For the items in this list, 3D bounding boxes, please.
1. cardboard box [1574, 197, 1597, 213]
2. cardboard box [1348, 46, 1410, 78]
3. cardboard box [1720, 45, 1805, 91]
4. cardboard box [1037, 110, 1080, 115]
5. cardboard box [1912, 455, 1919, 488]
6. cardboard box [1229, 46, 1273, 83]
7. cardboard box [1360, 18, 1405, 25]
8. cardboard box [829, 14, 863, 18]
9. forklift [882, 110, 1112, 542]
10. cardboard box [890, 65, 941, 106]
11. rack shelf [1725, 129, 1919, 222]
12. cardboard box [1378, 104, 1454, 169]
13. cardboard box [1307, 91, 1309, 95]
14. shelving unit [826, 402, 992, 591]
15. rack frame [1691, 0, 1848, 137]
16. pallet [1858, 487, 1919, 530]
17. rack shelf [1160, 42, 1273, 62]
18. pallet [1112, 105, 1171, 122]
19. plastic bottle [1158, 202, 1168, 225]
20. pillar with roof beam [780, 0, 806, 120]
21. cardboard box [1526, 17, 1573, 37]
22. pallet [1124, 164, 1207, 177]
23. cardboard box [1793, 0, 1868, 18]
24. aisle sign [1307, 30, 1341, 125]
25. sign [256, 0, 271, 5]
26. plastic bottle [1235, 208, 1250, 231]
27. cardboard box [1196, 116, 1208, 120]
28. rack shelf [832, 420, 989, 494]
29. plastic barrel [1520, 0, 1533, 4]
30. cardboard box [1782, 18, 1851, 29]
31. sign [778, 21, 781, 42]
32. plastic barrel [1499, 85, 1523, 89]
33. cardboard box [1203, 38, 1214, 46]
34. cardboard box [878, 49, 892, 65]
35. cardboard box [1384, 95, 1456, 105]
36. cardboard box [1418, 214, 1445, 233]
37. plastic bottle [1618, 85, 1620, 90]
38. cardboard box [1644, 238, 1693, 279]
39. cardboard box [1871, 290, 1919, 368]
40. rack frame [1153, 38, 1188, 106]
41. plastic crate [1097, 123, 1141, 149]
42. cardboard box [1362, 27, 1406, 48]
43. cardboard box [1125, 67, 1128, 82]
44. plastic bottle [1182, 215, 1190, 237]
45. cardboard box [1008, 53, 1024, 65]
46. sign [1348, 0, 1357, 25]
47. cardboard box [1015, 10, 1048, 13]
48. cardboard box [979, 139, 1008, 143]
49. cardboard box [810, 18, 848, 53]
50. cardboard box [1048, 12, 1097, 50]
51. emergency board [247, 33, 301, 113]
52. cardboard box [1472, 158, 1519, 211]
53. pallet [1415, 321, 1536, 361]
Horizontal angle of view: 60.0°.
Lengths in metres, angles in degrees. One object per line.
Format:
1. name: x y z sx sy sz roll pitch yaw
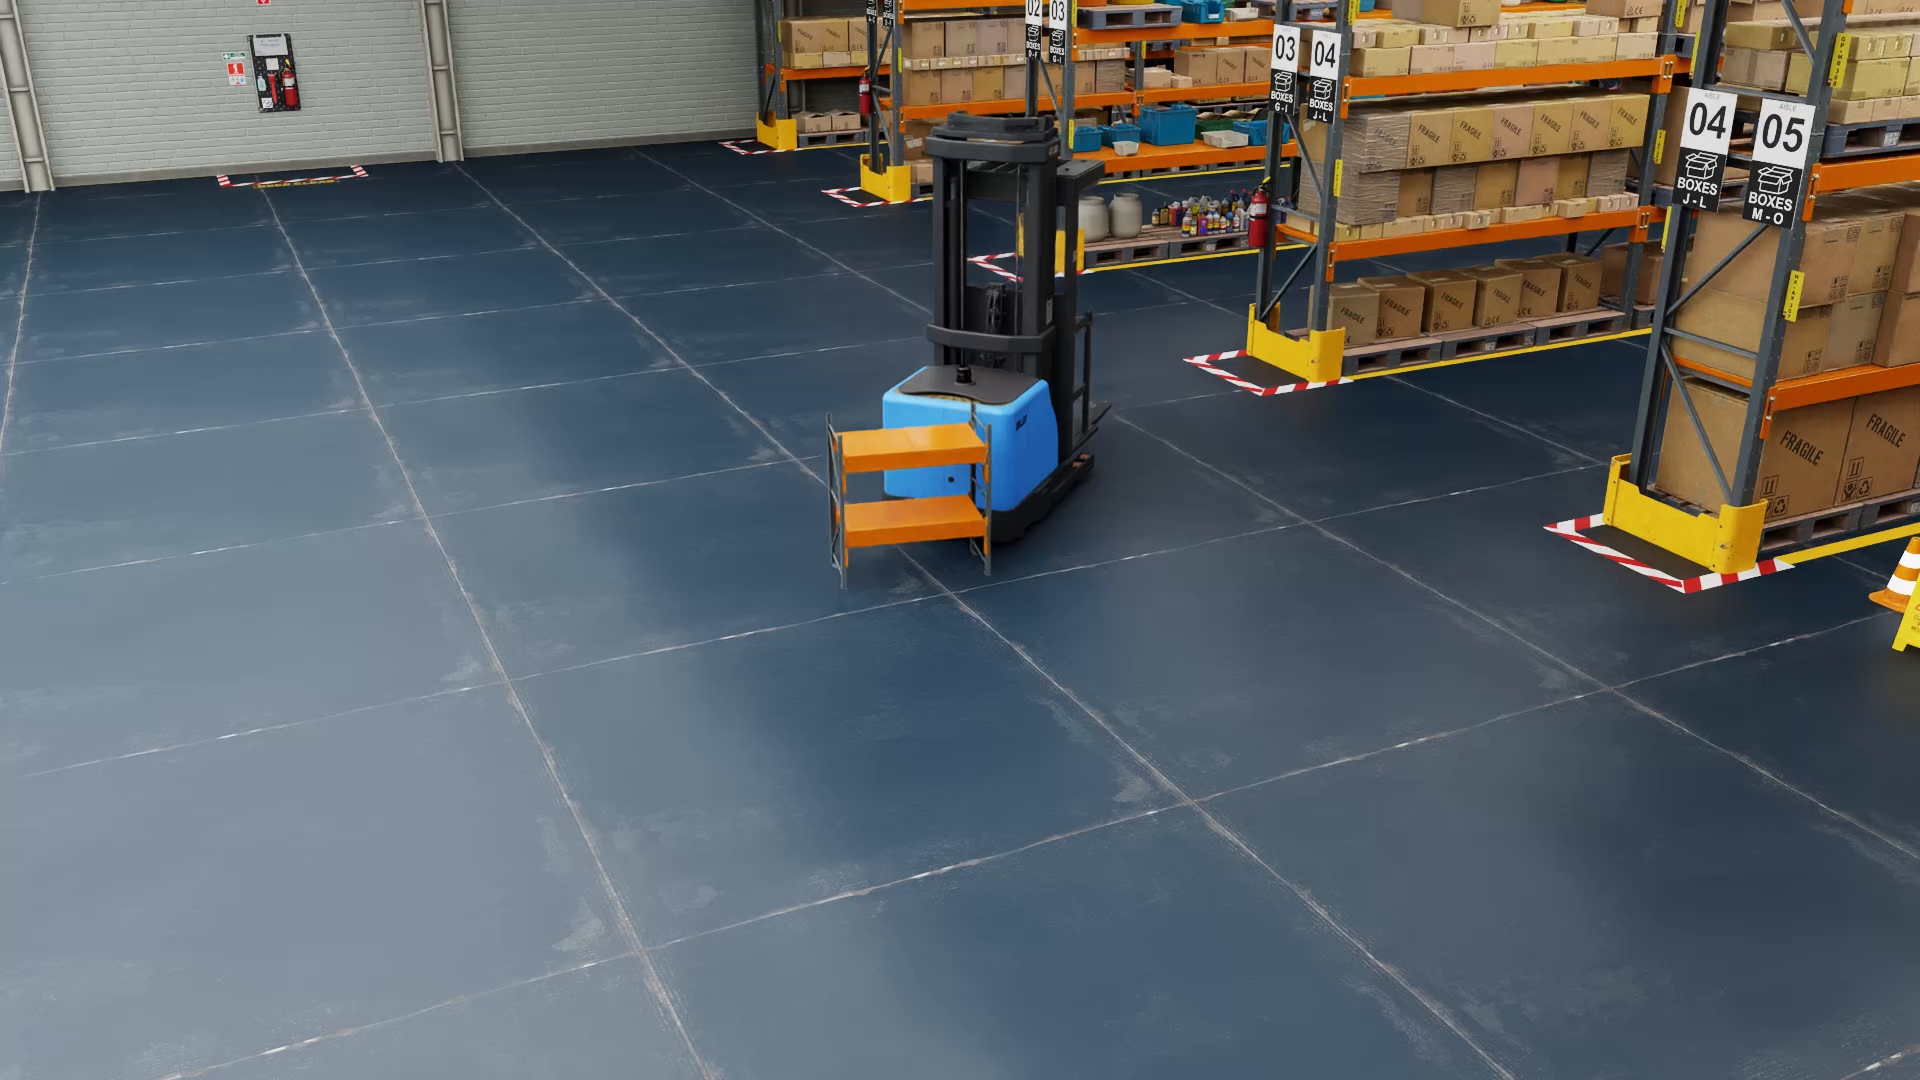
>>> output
1. cardboard box: 6.270 -3.446 16.982 0.250 0.149 0.380 -10 25 -24
2. cardboard box: 3.758 -4.402 15.237 0.500 0.250 0.500 -10 24 -22
3. cardboard box: 5.592 -3.240 11.362 0.500 0.250 0.500 -10 25 -23
4. cardboard box: 1.523 -6.388 25.826 0.500 0.500 0.500 -10 25 -24
5. cardboard box: 7.469 -1.013 13.005 0.875 0.875 0.875 -10 25 -23
6. cardboard box: 4.623 -7.598 26.554 0.500 0.500 0.500 -12 25 -26
7. cardboard box: 4.027 -4.885 15.882 0.250 0.149 0.380 -10 25 -23
8. cardboard box: -1.978 -8.821 28.827 0.500 0.500 0.500 -11 25 -25
9. forklift: 0.451 -1.871 12.937 1.130 2.935 3.031 9 24 20
10. cardboard box: -0.655 -6.628 24.210 0.500 0.500 0.700 -10 25 -24
11. rack shelf: 7.074 -2.754 12.000 4.000 0.370 1.077 -10 25 -24
12. cardboard box: 4.280 -3.818 15.725 0.500 0.500 0.500 -10 25 -24
13. cardboard box: 7.051 -9.254 32.947 0.750 0.750 0.750 -10 25 -23
14. shelving unit: -0.351 -0.307 11.520 1.048 1.125 0.538 -5 23 -12
15. rack frame: 5.272 -4.140 10.487 0.127 3.000 1.000 -10 25 -24
16. pallet: 7.057 -0.441 13.038 1.213 0.211 1.003 -10 25 -24
17. rack shelf: 5.778 -9.542 32.321 4.000 0.370 1.077 -10 25 -24
18. pallet: 3.271 -8.125 31.603 1.213 0.211 1.003 -10 25 -24
19. plastic bottle: 2.626 -4.231 21.526 0.133 0.283 0.061 -10 24 -22
20. pillar with roof beam: -1.110 -9.918 24.445 0.400 9.000 9.100 -10 25 -24
21. cardboard box: 5.678 -4.949 16.037 0.250 0.149 0.380 -9 24 -22
22. pallet: 3.170 -6.020 26.517 1.213 0.211 1.003 -10 25 -24
23. cardboard box: 9.189 -5.754 17.522 0.500 0.500 0.500 -10 24 -23
24. aisle sign: 3.286 -4.182 15.032 0.004 0.787 0.394 -10 25 -24
25. sign: -10.677 -8.342 25.450 0.199 0.298 0.001 -10 25 -24
26. plastic bottle: 3.601 -4.093 21.201 0.135 0.276 0.152 -10 24 -23
27. cardboard box: 3.681 -6.692 26.807 0.500 0.311 0.500 -11 25 -24
28. rack shelf: -0.351 -0.577 11.408 1.000 0.278 0.538 -5 23 -12
29. plastic barrel: 7.438 -7.685 22.316 0.600 0.901 0.600 0 22 0
30. cardboard box: 5.885 -3.503 11.476 0.250 0.149 0.380 -10 25 -23
31. sign: -2.997 -8.429 27.559 0.005 0.325 0.100 -10 25 -24
32. plastic barrel: 7.438 -5.936 22.522 0.421 0.512 0.421 0 22 0
33. cardboard box: 4.604 -9.450 31.459 0.250 0.149 0.380 -10 25 -23
34. cardboard box: -1.275 -8.384 28.752 0.500 0.250 0.500 -10 25 -23
35. cardboard box: 4.500 -4.084 16.366 0.500 0.500 0.500 -10 25 -24
36. cardboard box: 4.482 -3.102 16.152 0.250 0.149 0.380 -10 25 -24
37. plastic bottle: 9.643 -6.522 24.147 0.185 0.351 0.144 -10 25 -24
38. cardboard box: 7.817 -2.973 18.205 0.500 0.500 0.700 -11 25 -24
39. cardboard box: 6.632 -1.663 12.150 0.550 0.550 0.875 -10 25 -24
40. rack frame: 3.976 -9.543 31.382 0.127 3.000 1.000 -10 25 -24
41. plastic crate: 1.973 -5.025 20.661 0.408 0.251 0.499 -10 25 -24
42. cardboard box: 3.836 -4.571 15.124 0.250 0.149 0.380 -10 24 -22
43. cardboard box: 2.809 -8.727 31.124 0.500 0.250 0.500 -10 24 -23
44. plastic bottle: 2.833 -3.938 20.832 0.097 0.271 0.097 0 22 0
45. cardboard box: 0.752 -7.101 24.503 0.250 0.149 0.380 -10 25 -23
46. sign: 3.448 -4.697 14.612 0.005 0.325 0.100 -10 25 -24
47. cardboard box: 1.352 -9.292 30.069 0.500 0.500 0.700 -8 24 -18
48. cardboard box: 0.394 -5.963 24.798 0.500 0.500 0.500 -10 25 -24
49. cardboard box: -2.222 -8.556 28.188 0.500 0.500 0.500 -10 25 -23
50. cardboard box: 1.672 -7.658 25.002 0.500 0.500 0.700 -10 25 -24
51. emergency board: -10.627 -7.238 25.814 0.643 1.169 0.194 -10 25 -24
52. cardboard box: 5.043 -3.631 16.581 0.500 0.500 0.875 -10 25 -24
53. pallet: 5.126 -2.142 17.149 1.213 0.211 1.003 -10 25 -24
